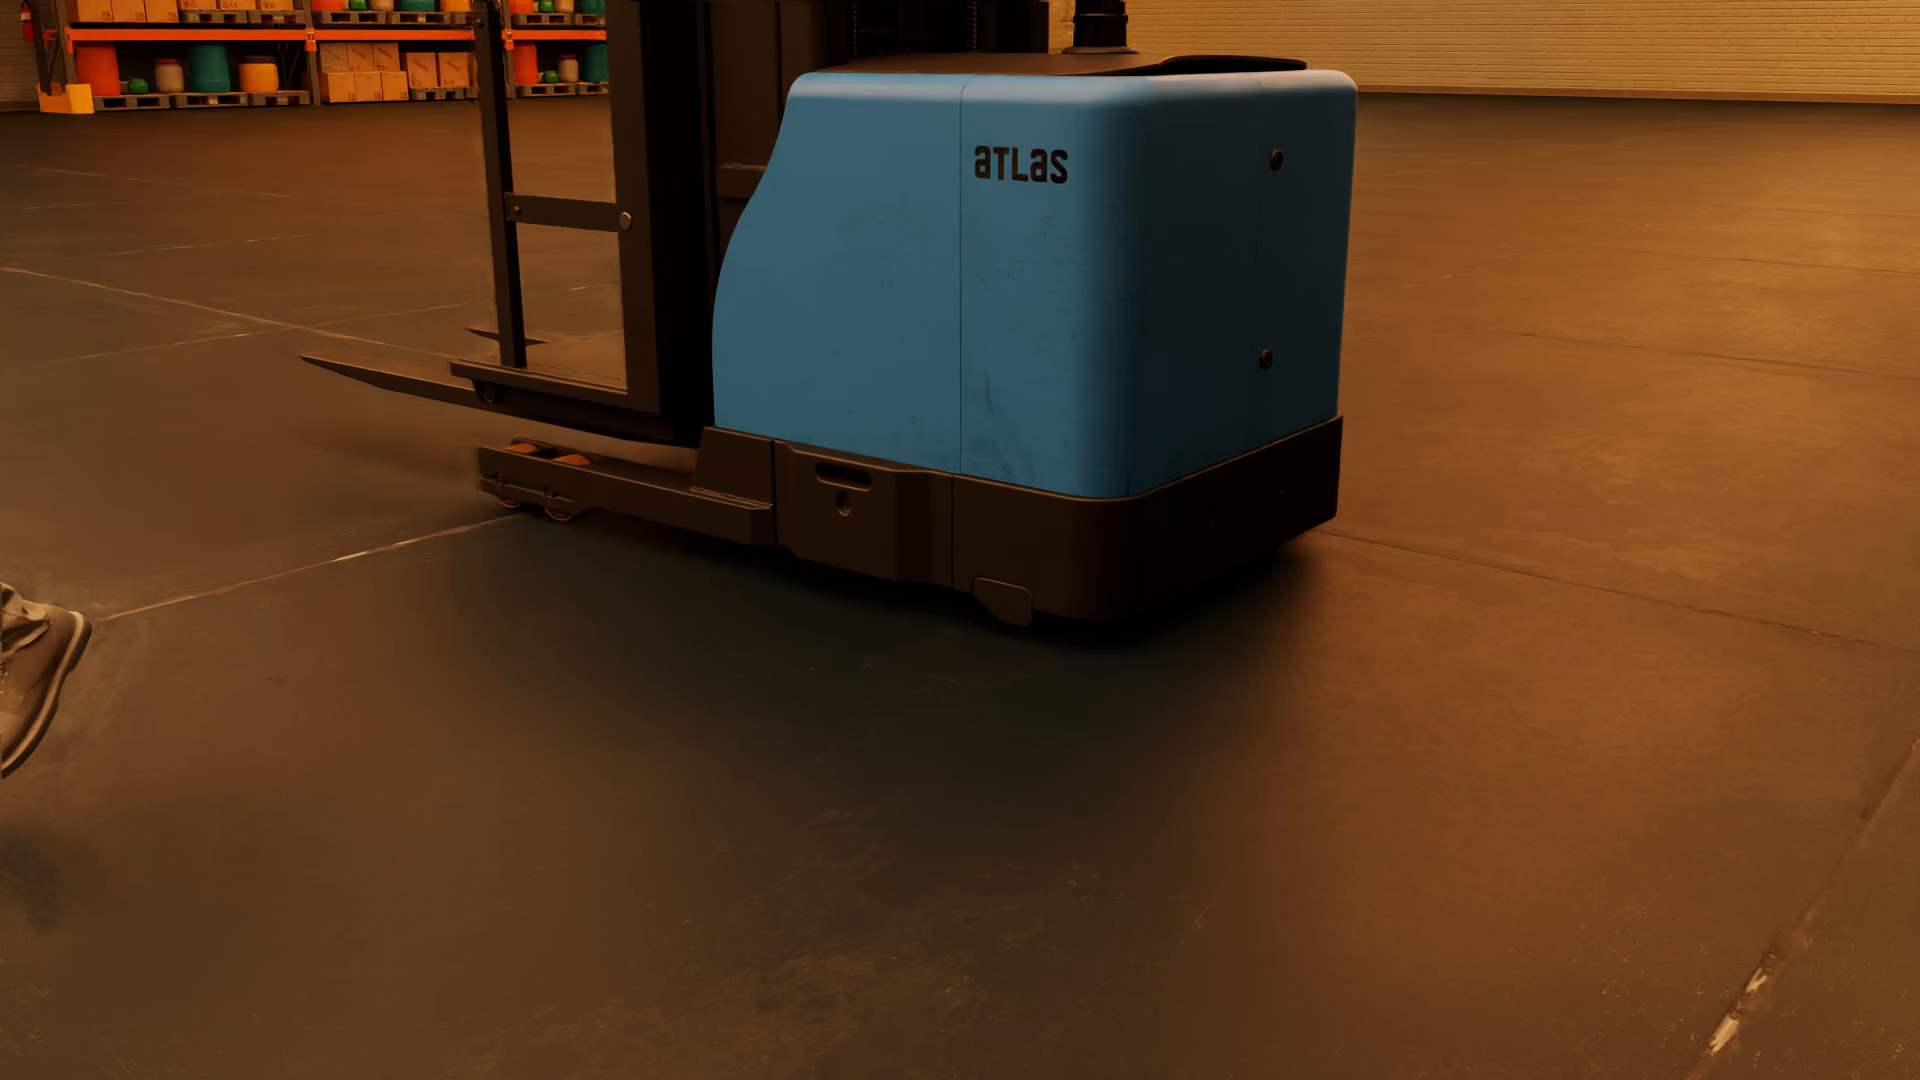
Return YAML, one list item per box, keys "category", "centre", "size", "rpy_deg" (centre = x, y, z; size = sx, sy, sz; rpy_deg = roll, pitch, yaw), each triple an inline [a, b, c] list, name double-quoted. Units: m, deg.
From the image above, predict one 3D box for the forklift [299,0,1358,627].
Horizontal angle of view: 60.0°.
- category: "forklift"
  centre: [-0.592, -1.555, 4.018]
  size: [3.031, 2.935, 1.130]
  rpy_deg: [13, 21, 36]

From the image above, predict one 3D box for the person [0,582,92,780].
- category: "person"
  centre: [-1.847, -0.332, 2.488]
  size: [0.991, 1.553, 0.467]
  rpy_deg: [9, 19, 28]
